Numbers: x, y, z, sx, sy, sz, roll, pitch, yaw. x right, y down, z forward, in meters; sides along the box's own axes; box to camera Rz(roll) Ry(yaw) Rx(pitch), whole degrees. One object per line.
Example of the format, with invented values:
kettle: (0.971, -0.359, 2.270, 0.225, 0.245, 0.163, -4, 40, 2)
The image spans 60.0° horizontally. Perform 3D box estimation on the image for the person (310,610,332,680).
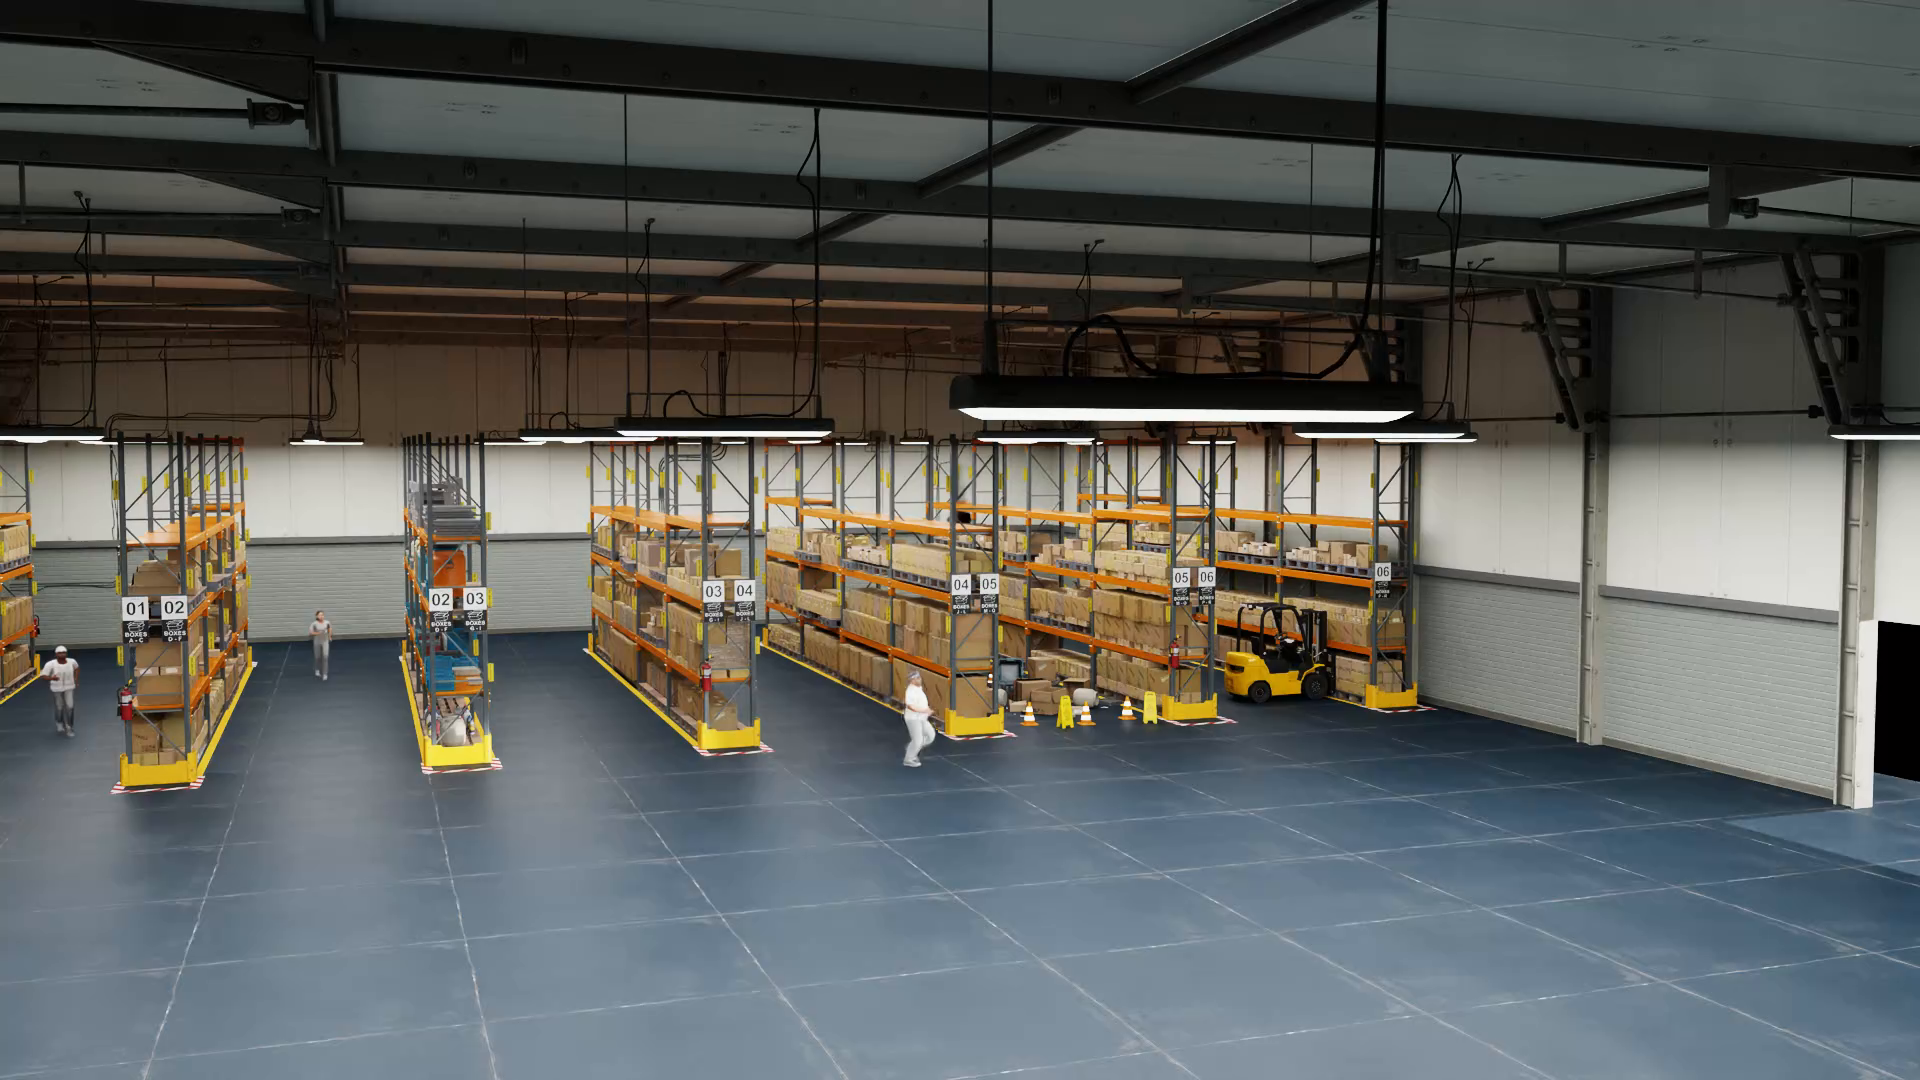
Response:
person: (-15.829, 2.584, 41.171, 0.543, 1.697, 0.909, -2, 4, -29)

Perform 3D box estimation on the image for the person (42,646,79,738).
person: (-17.839, 3.001, 33.017, 0.679, 1.816, 0.807, -2, 4, -33)

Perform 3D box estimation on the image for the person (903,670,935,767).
person: (-0.714, 3.191, 29.831, 0.616, 1.734, 0.679, 1, 3, 21)
